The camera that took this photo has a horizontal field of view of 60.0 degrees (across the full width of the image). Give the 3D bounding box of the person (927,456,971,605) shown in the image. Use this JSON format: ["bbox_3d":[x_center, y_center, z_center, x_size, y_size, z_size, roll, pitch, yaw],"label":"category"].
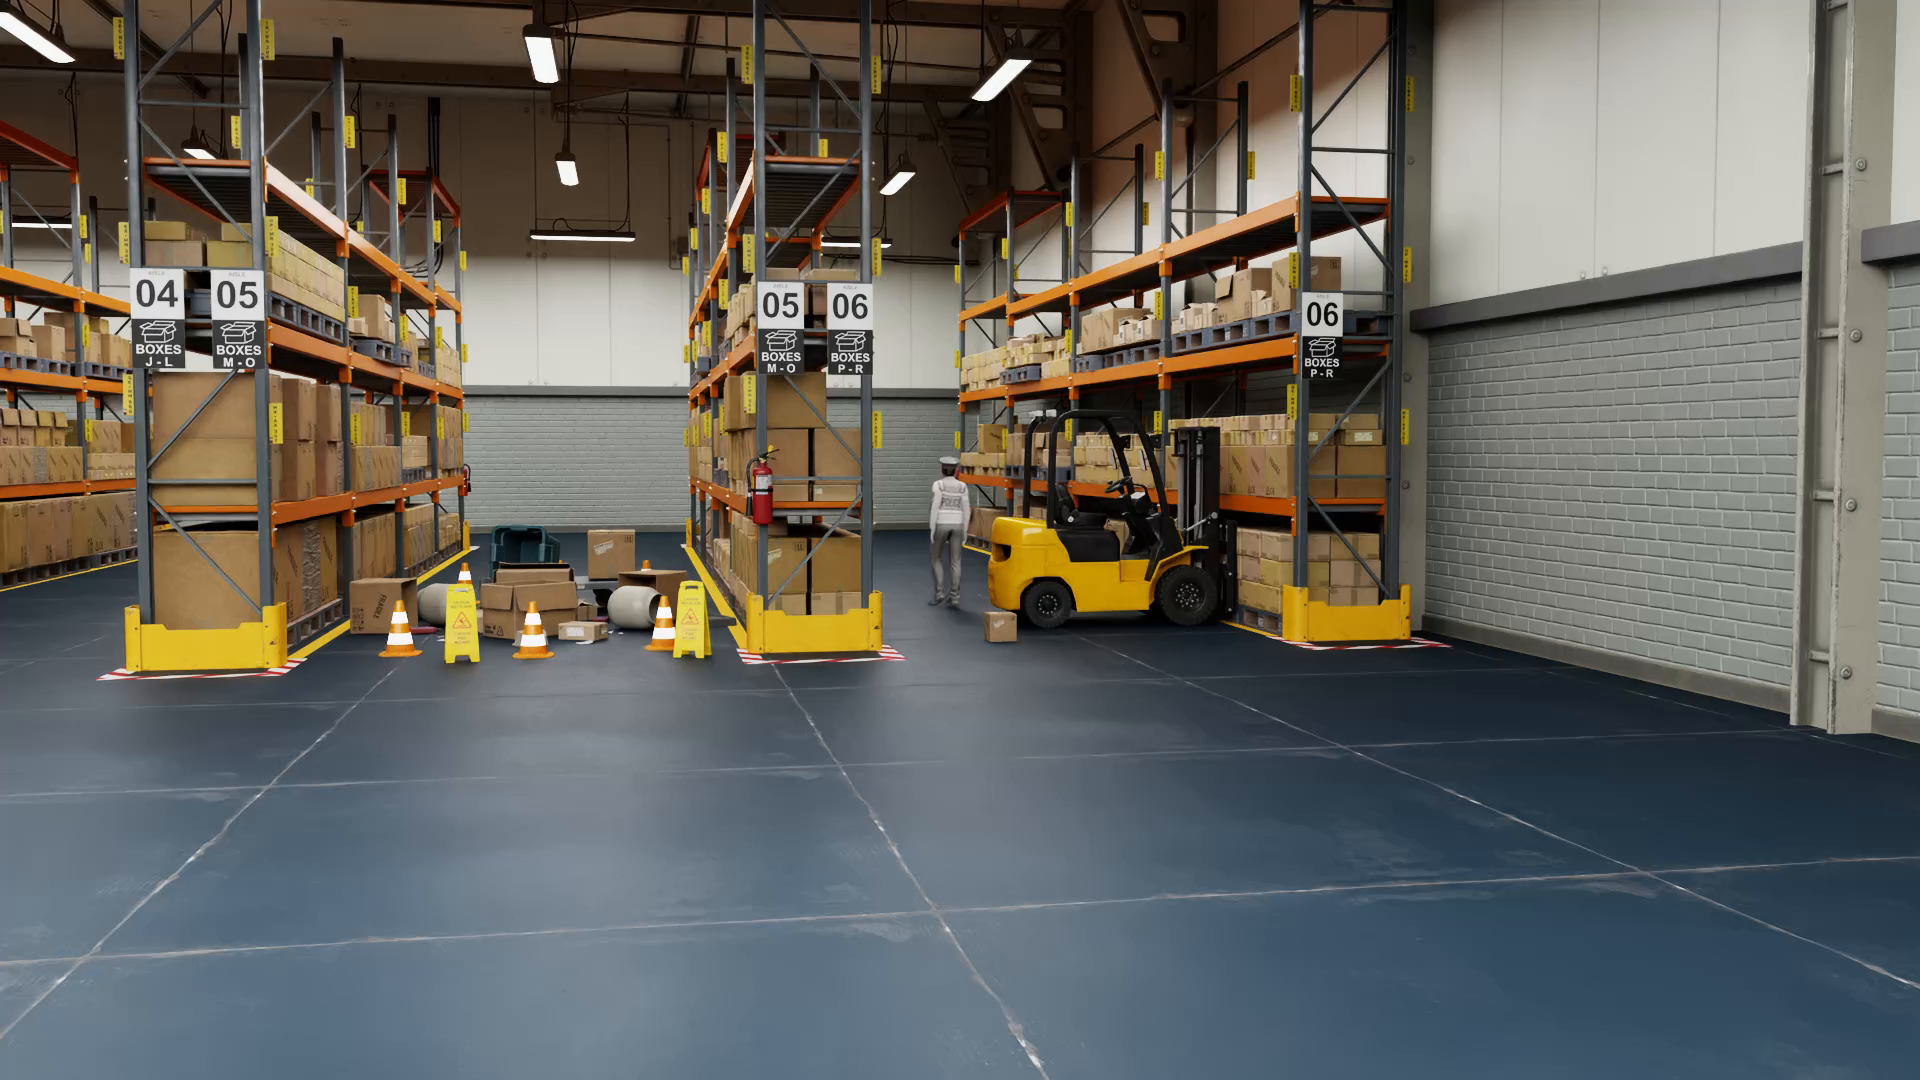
[{"bbox_3d":[-0.109,-0.081,18.705,0.512,1.718,0.498,-1,3,-16],"label":"person"}]
